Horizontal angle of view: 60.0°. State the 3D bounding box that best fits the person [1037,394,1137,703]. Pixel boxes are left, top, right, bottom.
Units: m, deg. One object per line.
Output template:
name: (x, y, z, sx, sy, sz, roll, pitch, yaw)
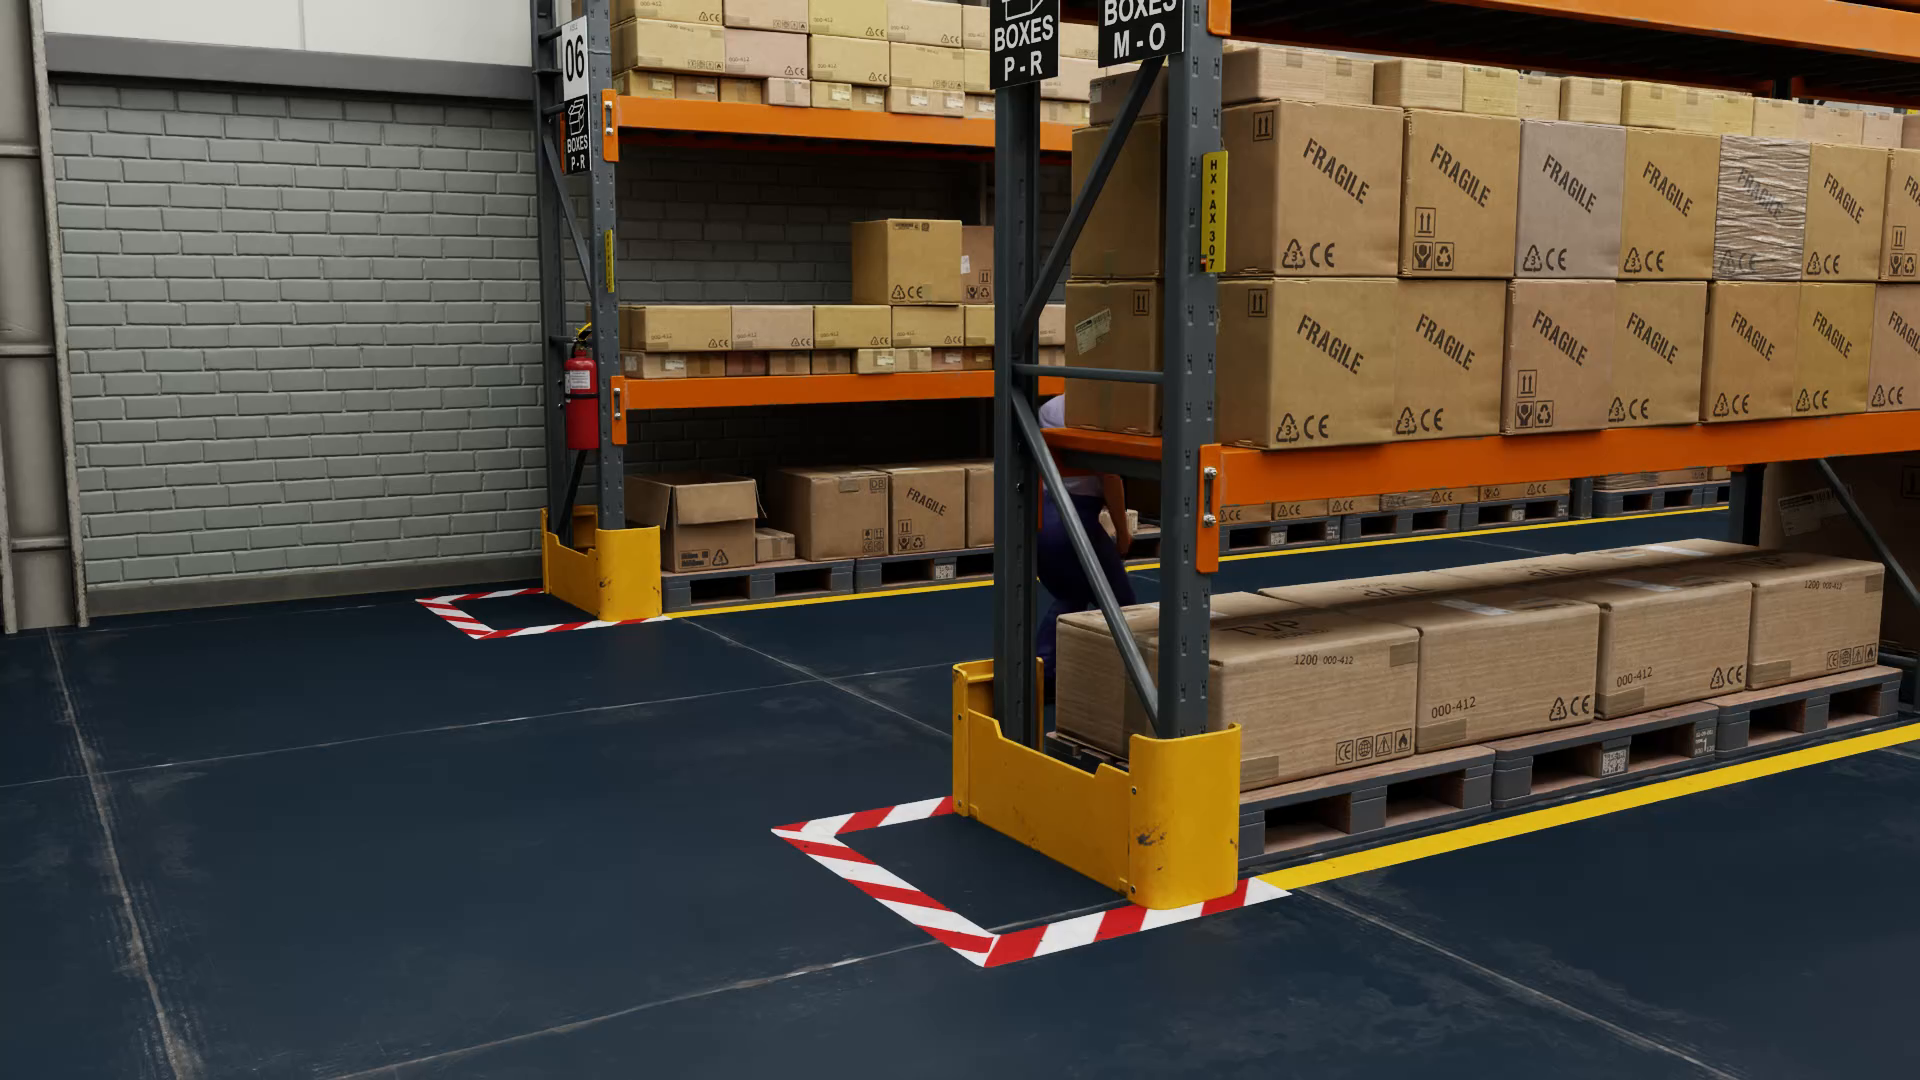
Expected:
person: (0.480, -0.036, 7.090, 0.507, 1.528, 0.519, -5, 10, -30)
